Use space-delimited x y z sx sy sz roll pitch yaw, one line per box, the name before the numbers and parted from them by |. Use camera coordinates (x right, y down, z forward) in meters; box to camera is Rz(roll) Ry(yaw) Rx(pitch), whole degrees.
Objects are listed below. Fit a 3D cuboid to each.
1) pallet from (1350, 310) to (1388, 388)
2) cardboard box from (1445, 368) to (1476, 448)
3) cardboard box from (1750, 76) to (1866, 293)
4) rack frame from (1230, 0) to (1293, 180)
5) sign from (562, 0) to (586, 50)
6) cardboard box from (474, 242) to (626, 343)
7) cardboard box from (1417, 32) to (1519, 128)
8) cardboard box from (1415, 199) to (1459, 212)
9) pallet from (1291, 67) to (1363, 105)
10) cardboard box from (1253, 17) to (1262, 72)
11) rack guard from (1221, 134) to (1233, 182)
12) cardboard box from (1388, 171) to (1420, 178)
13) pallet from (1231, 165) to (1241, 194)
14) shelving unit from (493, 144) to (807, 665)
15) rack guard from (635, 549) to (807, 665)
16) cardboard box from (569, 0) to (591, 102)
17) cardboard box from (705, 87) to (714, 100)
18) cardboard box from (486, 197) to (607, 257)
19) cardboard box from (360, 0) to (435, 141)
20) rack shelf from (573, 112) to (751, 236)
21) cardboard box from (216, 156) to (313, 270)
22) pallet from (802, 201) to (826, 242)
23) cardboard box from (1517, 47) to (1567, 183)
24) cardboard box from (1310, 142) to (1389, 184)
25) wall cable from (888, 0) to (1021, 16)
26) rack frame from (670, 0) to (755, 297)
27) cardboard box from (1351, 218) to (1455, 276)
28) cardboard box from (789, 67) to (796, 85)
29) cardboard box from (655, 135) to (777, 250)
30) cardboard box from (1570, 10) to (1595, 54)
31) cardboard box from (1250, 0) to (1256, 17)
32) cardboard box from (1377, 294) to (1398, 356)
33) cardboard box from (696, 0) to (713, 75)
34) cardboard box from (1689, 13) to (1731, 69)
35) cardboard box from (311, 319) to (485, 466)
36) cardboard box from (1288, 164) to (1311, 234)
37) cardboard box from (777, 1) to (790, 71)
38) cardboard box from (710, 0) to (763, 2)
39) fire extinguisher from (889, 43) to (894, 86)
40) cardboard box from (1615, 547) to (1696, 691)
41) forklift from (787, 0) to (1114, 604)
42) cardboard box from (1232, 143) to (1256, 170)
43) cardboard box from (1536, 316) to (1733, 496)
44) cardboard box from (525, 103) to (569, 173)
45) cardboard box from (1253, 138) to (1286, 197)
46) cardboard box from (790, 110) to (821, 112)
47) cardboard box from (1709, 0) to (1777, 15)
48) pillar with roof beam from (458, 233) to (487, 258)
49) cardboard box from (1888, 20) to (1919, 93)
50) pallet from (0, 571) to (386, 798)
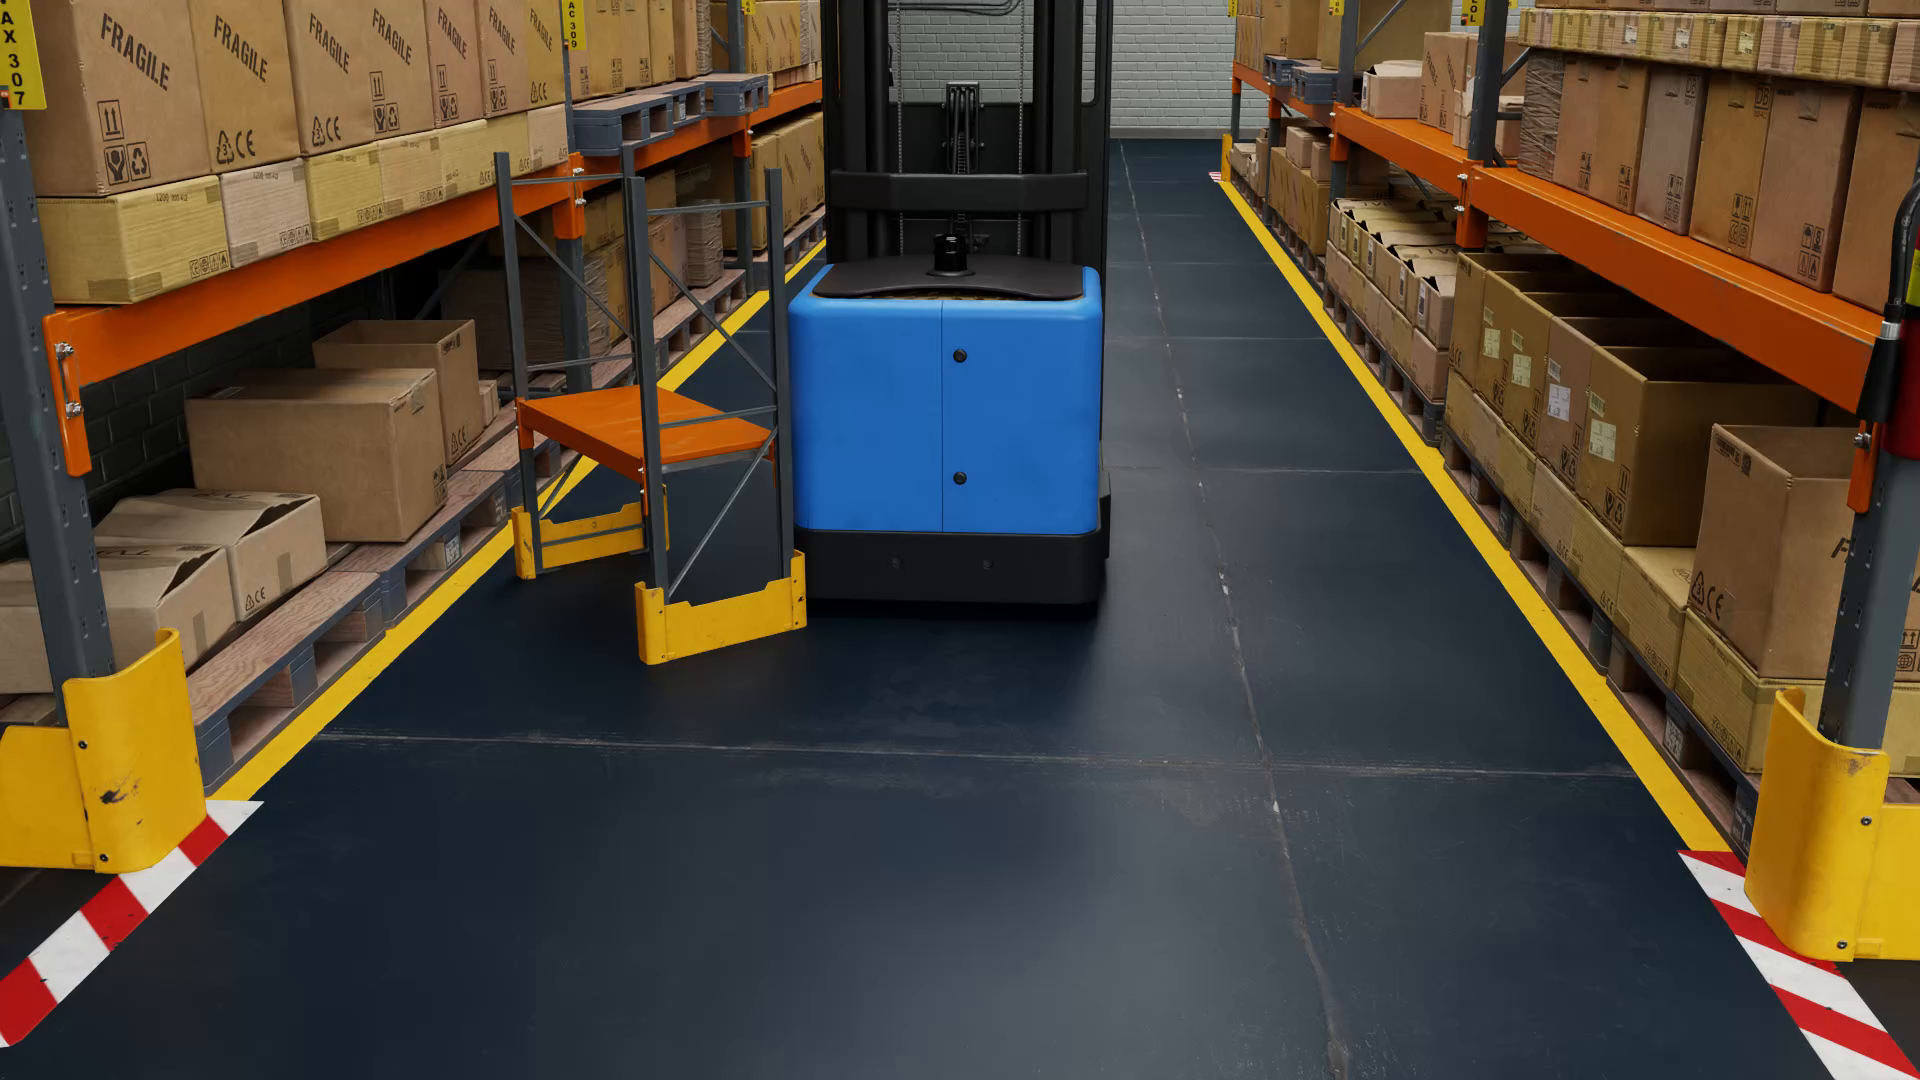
pallet | 2.802 -1.085 9.396 1.003 0.211 1.213 1 18 4
cardboard box | 2.368 -0.556 7.045 0.500 0.250 0.500 1 18 4
cardboard box | 2.496 -0.914 4.234 0.700 0.500 0.500 2 18 5
rack frame | 3.563 -5.528 18.475 1.000 3.000 0.127 1 18 4
sign | -1.696 -2.312 7.271 0.100 0.325 0.005 1 18 4
cardboard box | -2.215 -1.322 8.948 0.700 0.500 0.500 1 18 3
cardboard box | 2.886 -2.569 9.285 0.500 0.500 0.500 0 18 1
cardboard box | 3.198 -2.034 10.655 0.500 0.311 0.500 2 18 5
pallet | 2.969 -3.164 11.570 1.213 0.211 1.003 1 18 4
cardboard box | 3.127 -4.814 16.135 0.500 0.500 0.500 2 18 5
rack guard | 3.558 -4.316 18.792 1.175 0.500 0.348 1 18 4
cardboard box | 3.381 -2.518 12.597 0.500 0.500 0.500 1 18 3
pallet | 3.502 -3.931 18.082 1.003 0.211 1.213 1 18 4
shelving unit | -1.060 -0.507 5.562 0.587 1.500 1.083 -13 22 -34
rack guard | -0.764 0.211 5.376 0.587 0.250 0.087 -13 22 -34
cardboard box | -2.168 -2.324 7.831 0.700 0.500 0.500 1 18 4
cardboard box | -1.697 -3.140 11.559 0.380 0.149 0.250 1 18 3
cardboard box | -2.174 -1.653 8.755 0.500 0.250 0.500 1 18 3
cardboard box | -2.077 -1.578 5.426 0.500 0.500 0.500 2 18 6
rack shelf | -2.095 -2.189 9.443 1.077 0.370 4.000 1 18 4
cardboard box | -2.150 -0.912 4.598 0.500 0.250 0.500 1 18 2
pallet | -1.645 -2.828 14.716 1.003 0.211 1.213 1 18 4
cardboard box | 2.678 -1.710 6.665 0.700 0.500 0.500 1 18 2
cardboard box | 2.823 -2.734 12.053 0.500 0.250 0.500 2 18 6
wall cable | -0.616 -8.761 23.695 3.097 2.526 0.112 1 18 4
rack frame | -1.951 -3.152 11.226 1.000 3.000 0.127 1 18 4
cardboard box | 2.591 -1.725 9.710 0.500 0.311 0.500 1 18 2
cardboard box | -1.541 -3.780 13.513 0.380 0.149 0.250 1 18 2
cardboard box | -1.768 -2.556 12.184 0.750 0.750 0.750 1 18 3
cardboard box | 2.439 -1.838 6.012 0.380 0.149 0.250 1 18 3
cardboard box | 3.162 -5.443 16.450 0.500 0.500 0.500 1 18 3
cardboard box | 2.518 -1.145 8.841 0.500 0.250 0.500 2 18 5
cardboard box | -1.975 -3.263 10.696 0.700 0.500 0.500 -1 18 -3
cardboard box | 2.345 -1.439 4.796 0.380 0.149 0.250 2 18 5
cardboard box | -2.273 -0.608 6.769 0.500 0.500 0.500 0 18 0
cardboard box | 2.892 -2.684 13.104 0.500 0.500 0.500 1 18 2
cardboard box | -1.578 -3.812 12.570 0.500 0.500 0.500 1 18 4
cardboard box | -1.659 -3.851 11.485 0.500 0.250 0.500 2 18 5
fire extinguisher | -0.907 -5.460 18.991 0.296 0.674 0.183 1 18 4
cardboard box | 2.184 0.220 4.676 0.500 0.250 0.500 1 18 4
forklift | 0.042 -1.589 6.564 1.130 2.935 3.031 1 18 4
cardboard box | 3.206 -4.112 17.865 0.500 0.250 0.500 1 18 4
cardboard box | 2.252 -0.447 5.507 0.500 0.500 0.500 1 18 4
cardboard box | -1.970 -1.694 6.986 0.500 0.250 0.500 1 18 4
cardboard box | 3.035 -3.490 15.564 0.500 0.500 0.500 1 18 4
cardboard box | -1.608 -4.387 17.292 0.380 0.149 0.250 1 18 4
cardboard box | 2.534 -1.704 4.561 0.700 0.500 0.500 1 18 4
pillar with roof beam | 1.387 -5.523 8.826 9.100 9.000 0.400 1 18 4
cardboard box | 2.254 -1.037 3.568 0.380 0.149 0.250 1 18 3
pallet | -2.426 0.382 4.918 1.003 0.211 1.213 1 18 4
